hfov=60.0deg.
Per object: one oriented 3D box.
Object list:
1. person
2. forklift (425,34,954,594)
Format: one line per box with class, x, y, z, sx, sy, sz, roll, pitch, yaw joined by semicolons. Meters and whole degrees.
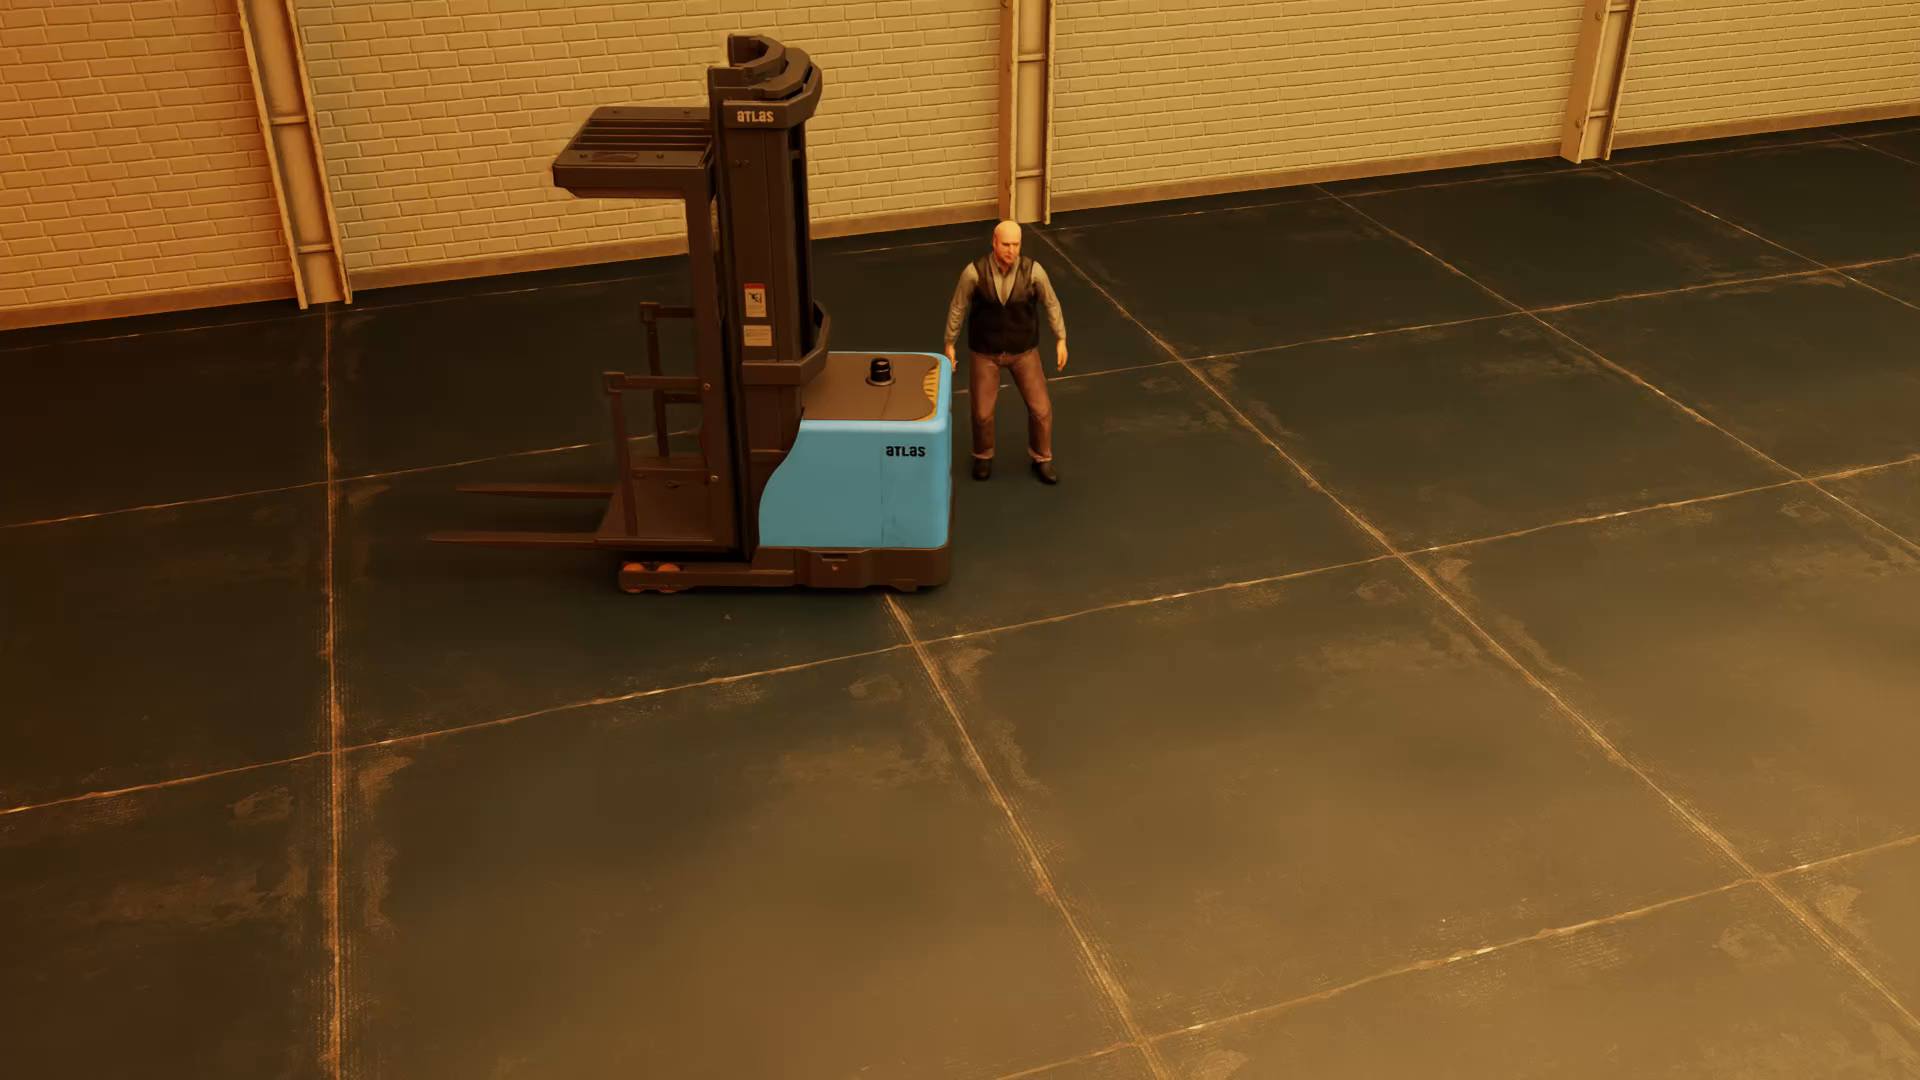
person;0.282;-1.174;10.375;0.769;1.694;0.408;-1;30;-2
forklift;-1.563;-1.227;9.220;3.031;2.935;1.130;1;30;1
